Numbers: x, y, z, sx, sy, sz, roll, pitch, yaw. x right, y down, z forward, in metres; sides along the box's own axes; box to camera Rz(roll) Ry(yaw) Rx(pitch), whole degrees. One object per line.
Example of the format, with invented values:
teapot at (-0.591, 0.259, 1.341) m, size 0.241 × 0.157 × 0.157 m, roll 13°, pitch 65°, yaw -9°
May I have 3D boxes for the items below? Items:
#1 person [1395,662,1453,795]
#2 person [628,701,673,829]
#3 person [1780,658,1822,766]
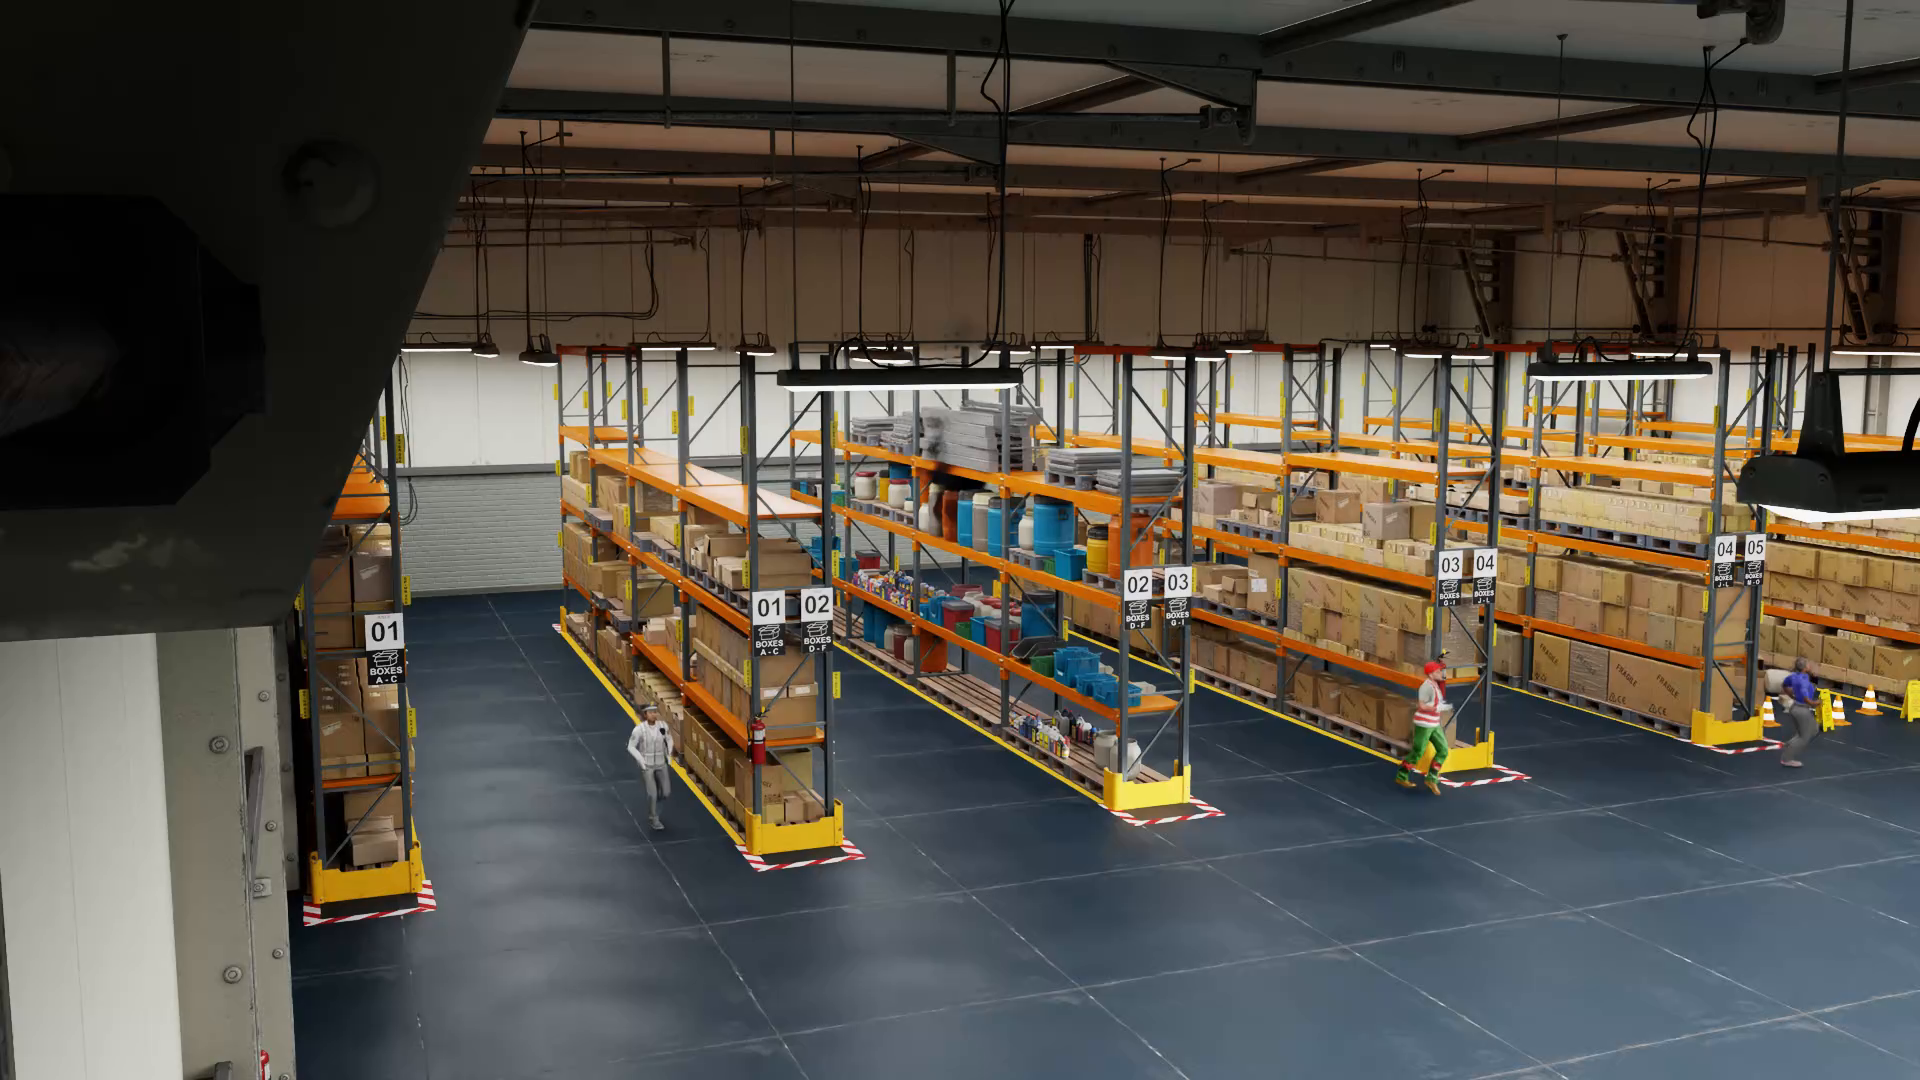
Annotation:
person at (6.408, 2.573, 22.783) m, size 0.739 × 1.836 × 0.652 m, roll 6°, pitch 9°, yaw 37°
person at (-3.908, 2.837, 21.118) m, size 0.599 × 1.652 × 0.544 m, roll -4°, pitch 8°, yaw -27°
person at (12.188, 2.494, 24.041) m, size 0.527 × 1.590 × 0.599 m, roll 2°, pitch 8°, yaw 17°
